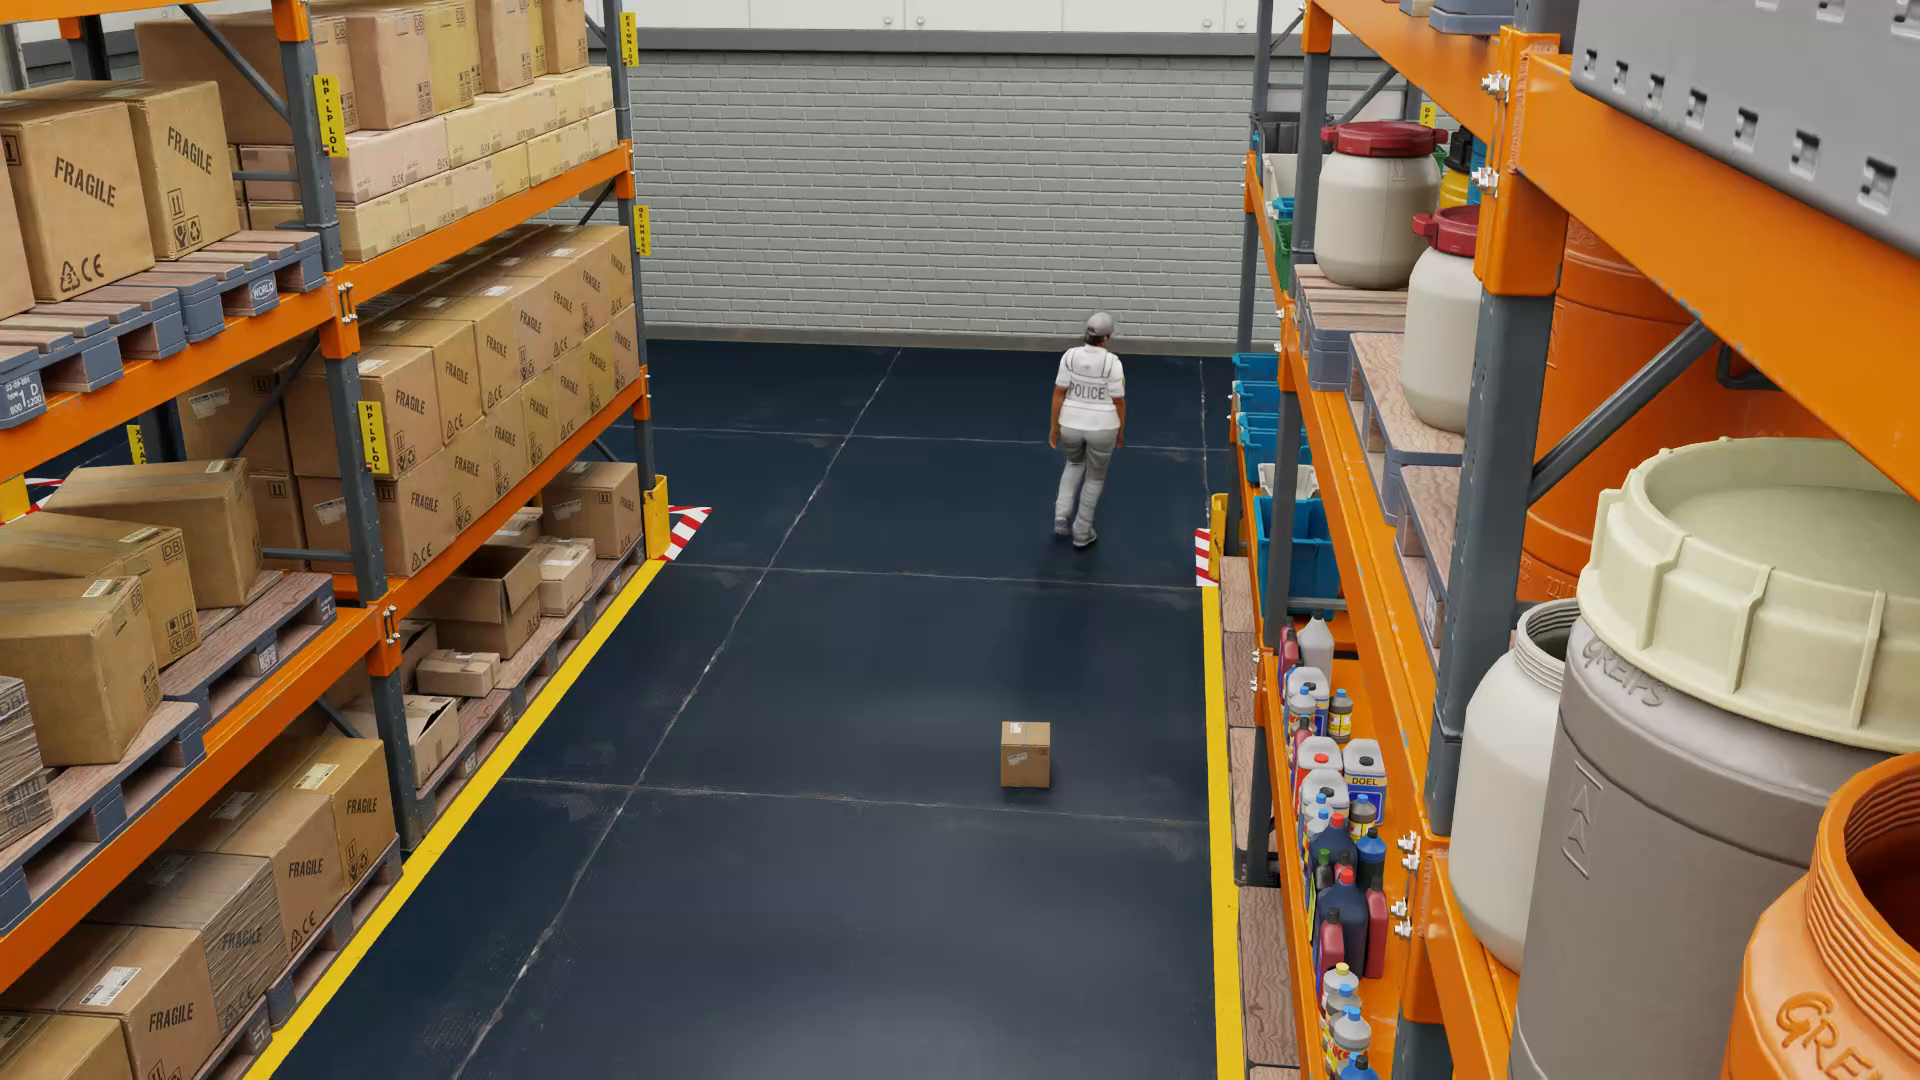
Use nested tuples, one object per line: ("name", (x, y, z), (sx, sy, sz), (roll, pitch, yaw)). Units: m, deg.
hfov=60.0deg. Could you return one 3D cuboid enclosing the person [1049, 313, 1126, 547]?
("person", (0.907, -0.756, 11.554), (0.524, 1.702, 0.471), (9, 23, 23))
